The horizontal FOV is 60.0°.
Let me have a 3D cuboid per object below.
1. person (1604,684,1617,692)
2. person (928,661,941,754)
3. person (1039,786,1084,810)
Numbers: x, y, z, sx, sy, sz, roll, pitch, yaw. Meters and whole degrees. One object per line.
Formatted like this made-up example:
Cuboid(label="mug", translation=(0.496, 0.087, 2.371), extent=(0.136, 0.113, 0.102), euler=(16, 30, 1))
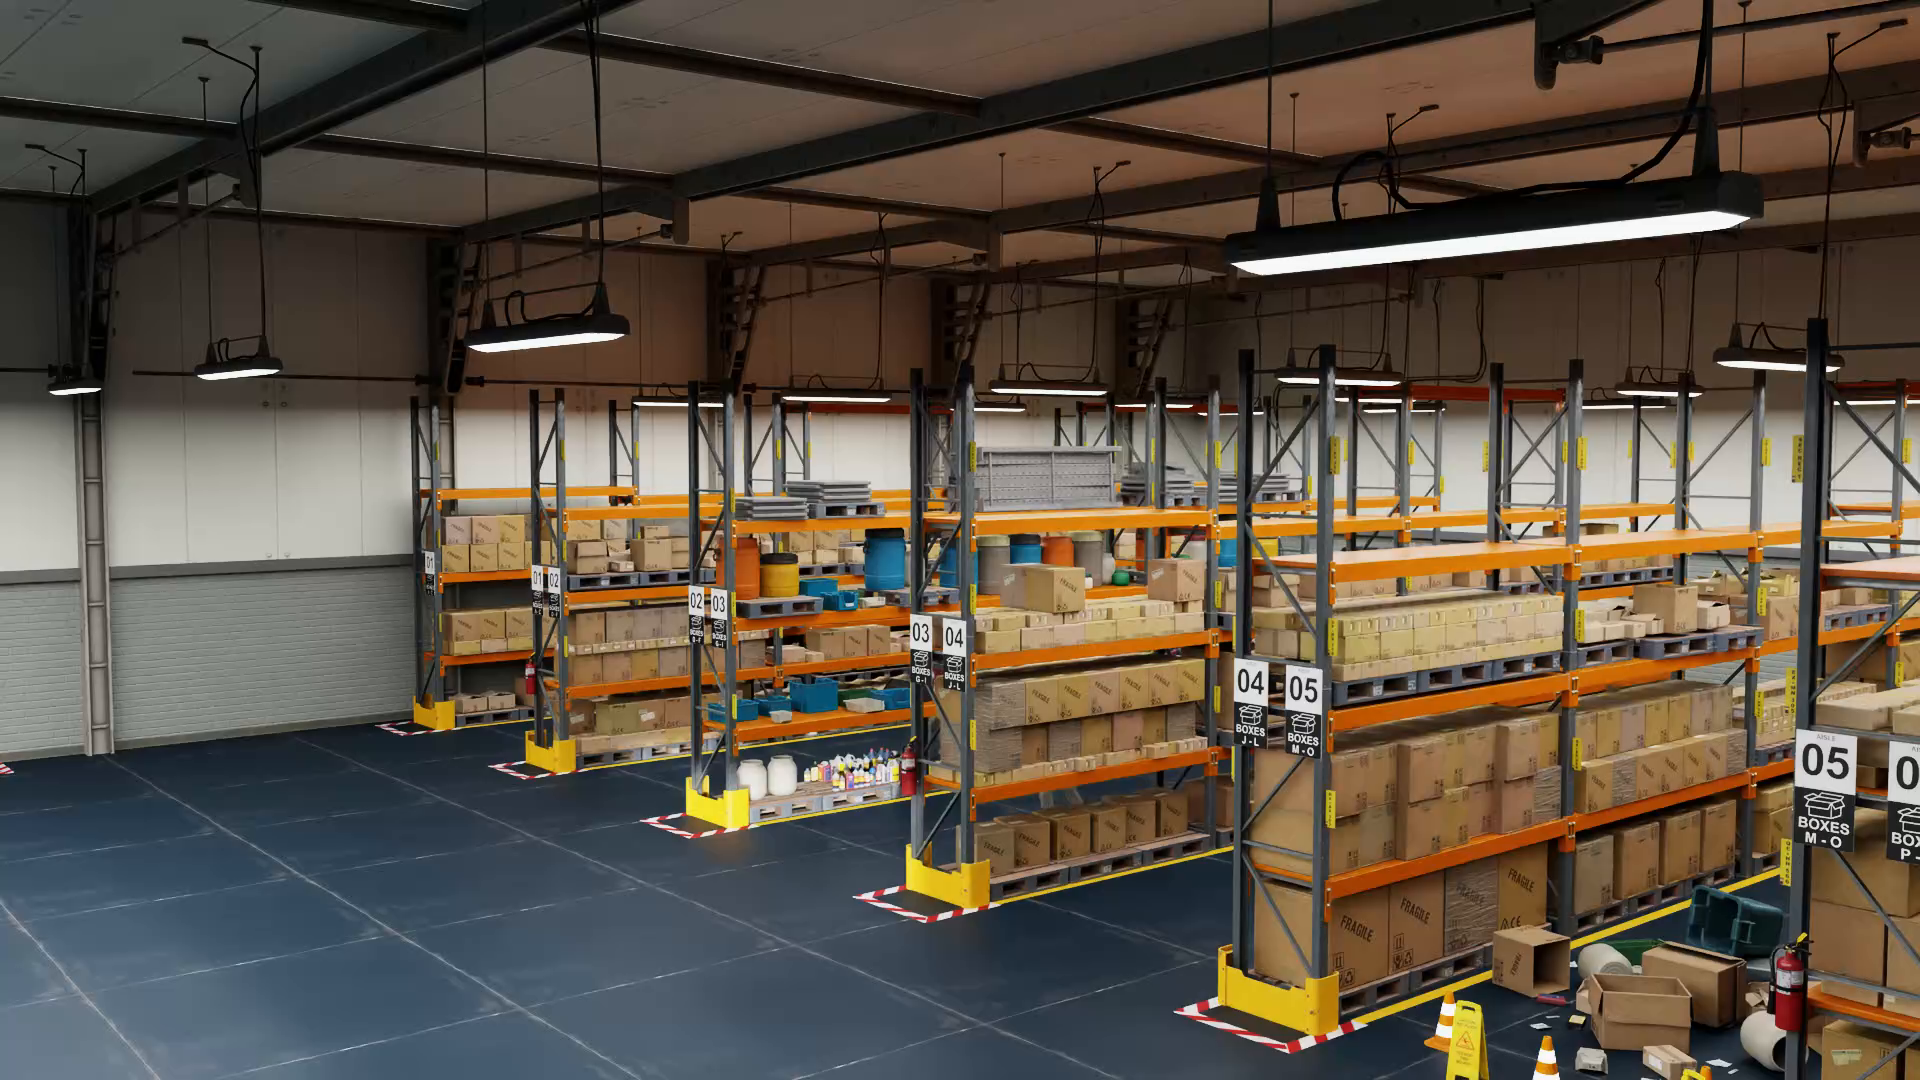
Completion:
Cuboid(label="person", translation=(9.377, 2.917, 23.924), extent=(0.860, 1.705, 0.569), euler=(-3, 4, -41))
Cuboid(label="person", translation=(-0.473, 2.746, 27.183), extent=(0.745, 1.660, 0.648), euler=(0, 3, -5))
Cuboid(label="person", translation=(1.406, 3.079, 22.657), extent=(0.816, 1.548, 0.517), euler=(-2, 4, -29))
